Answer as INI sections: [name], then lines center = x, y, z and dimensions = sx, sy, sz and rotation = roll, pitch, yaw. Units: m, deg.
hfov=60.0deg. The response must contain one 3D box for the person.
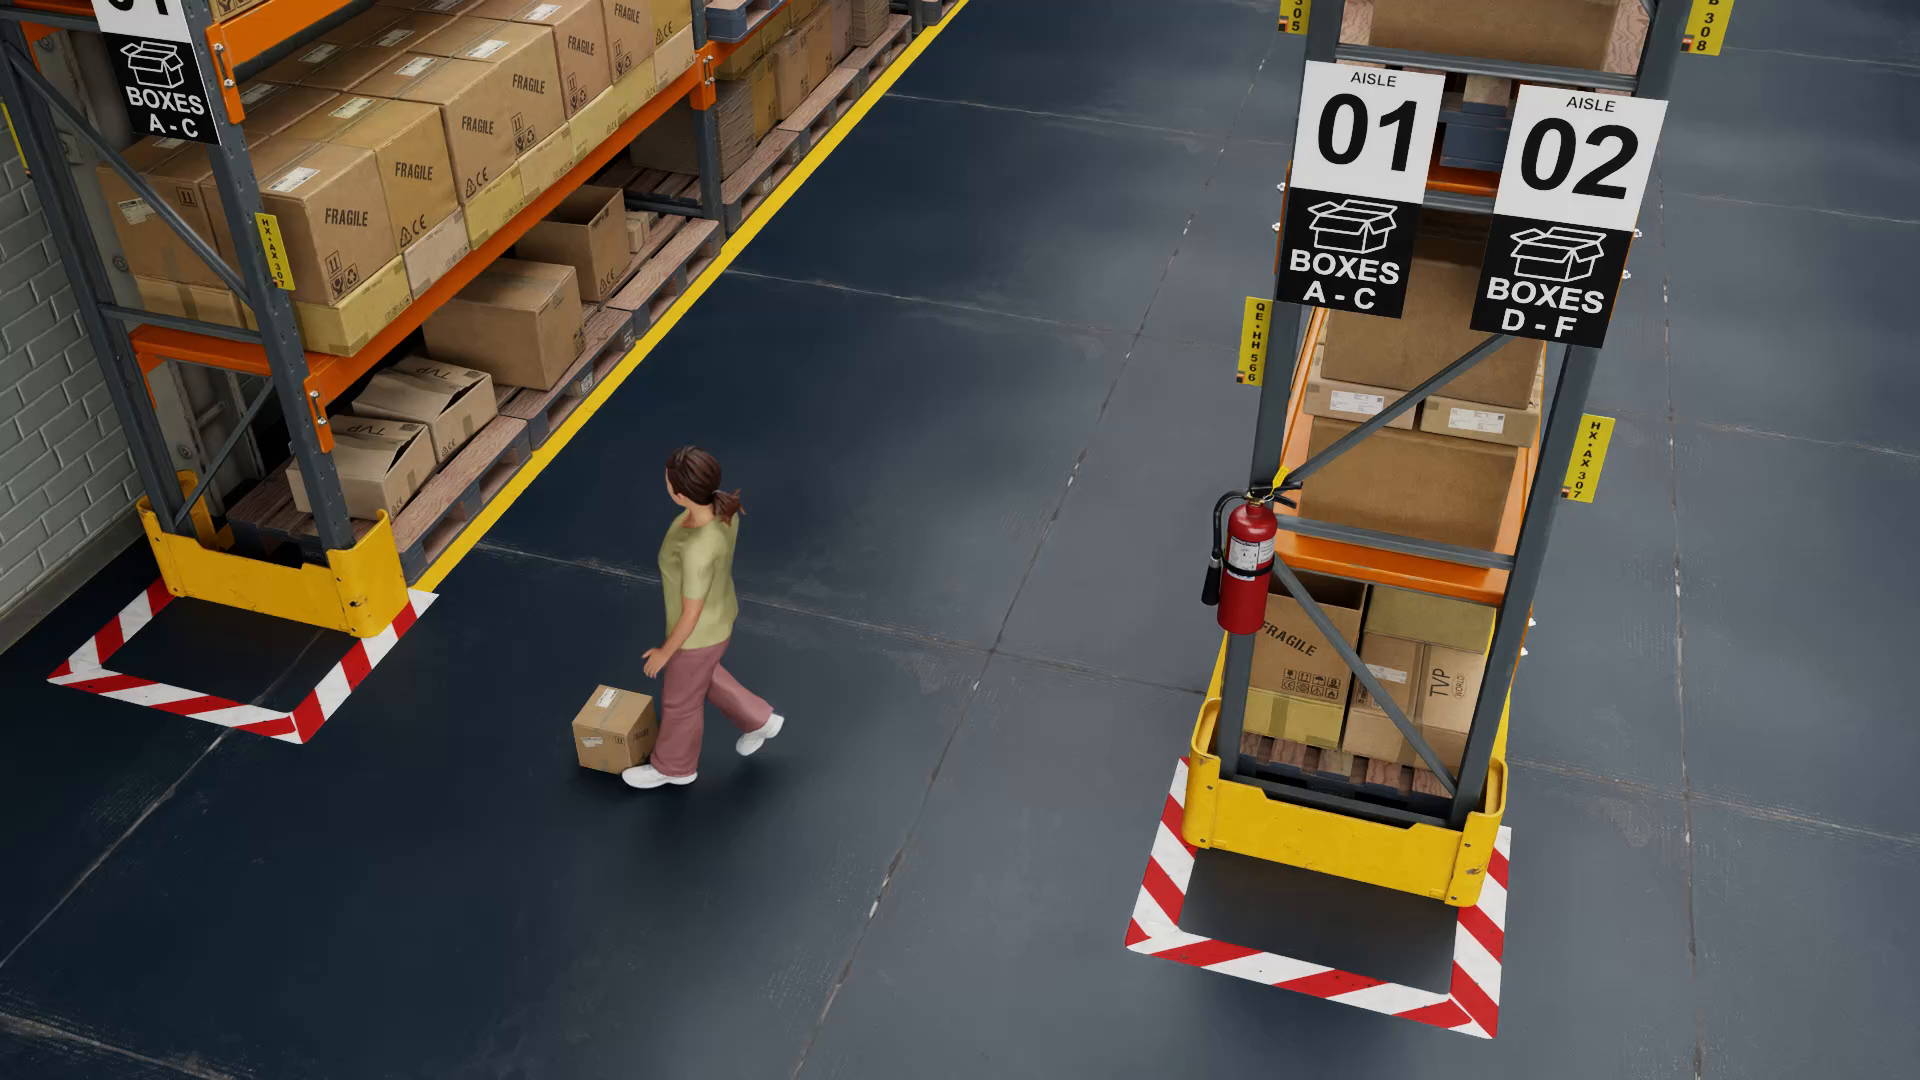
[person]
center = -1.066, 0.326, 6.458
dimensions = 0.668, 1.656, 0.496
rotation = 3, 37, 5
